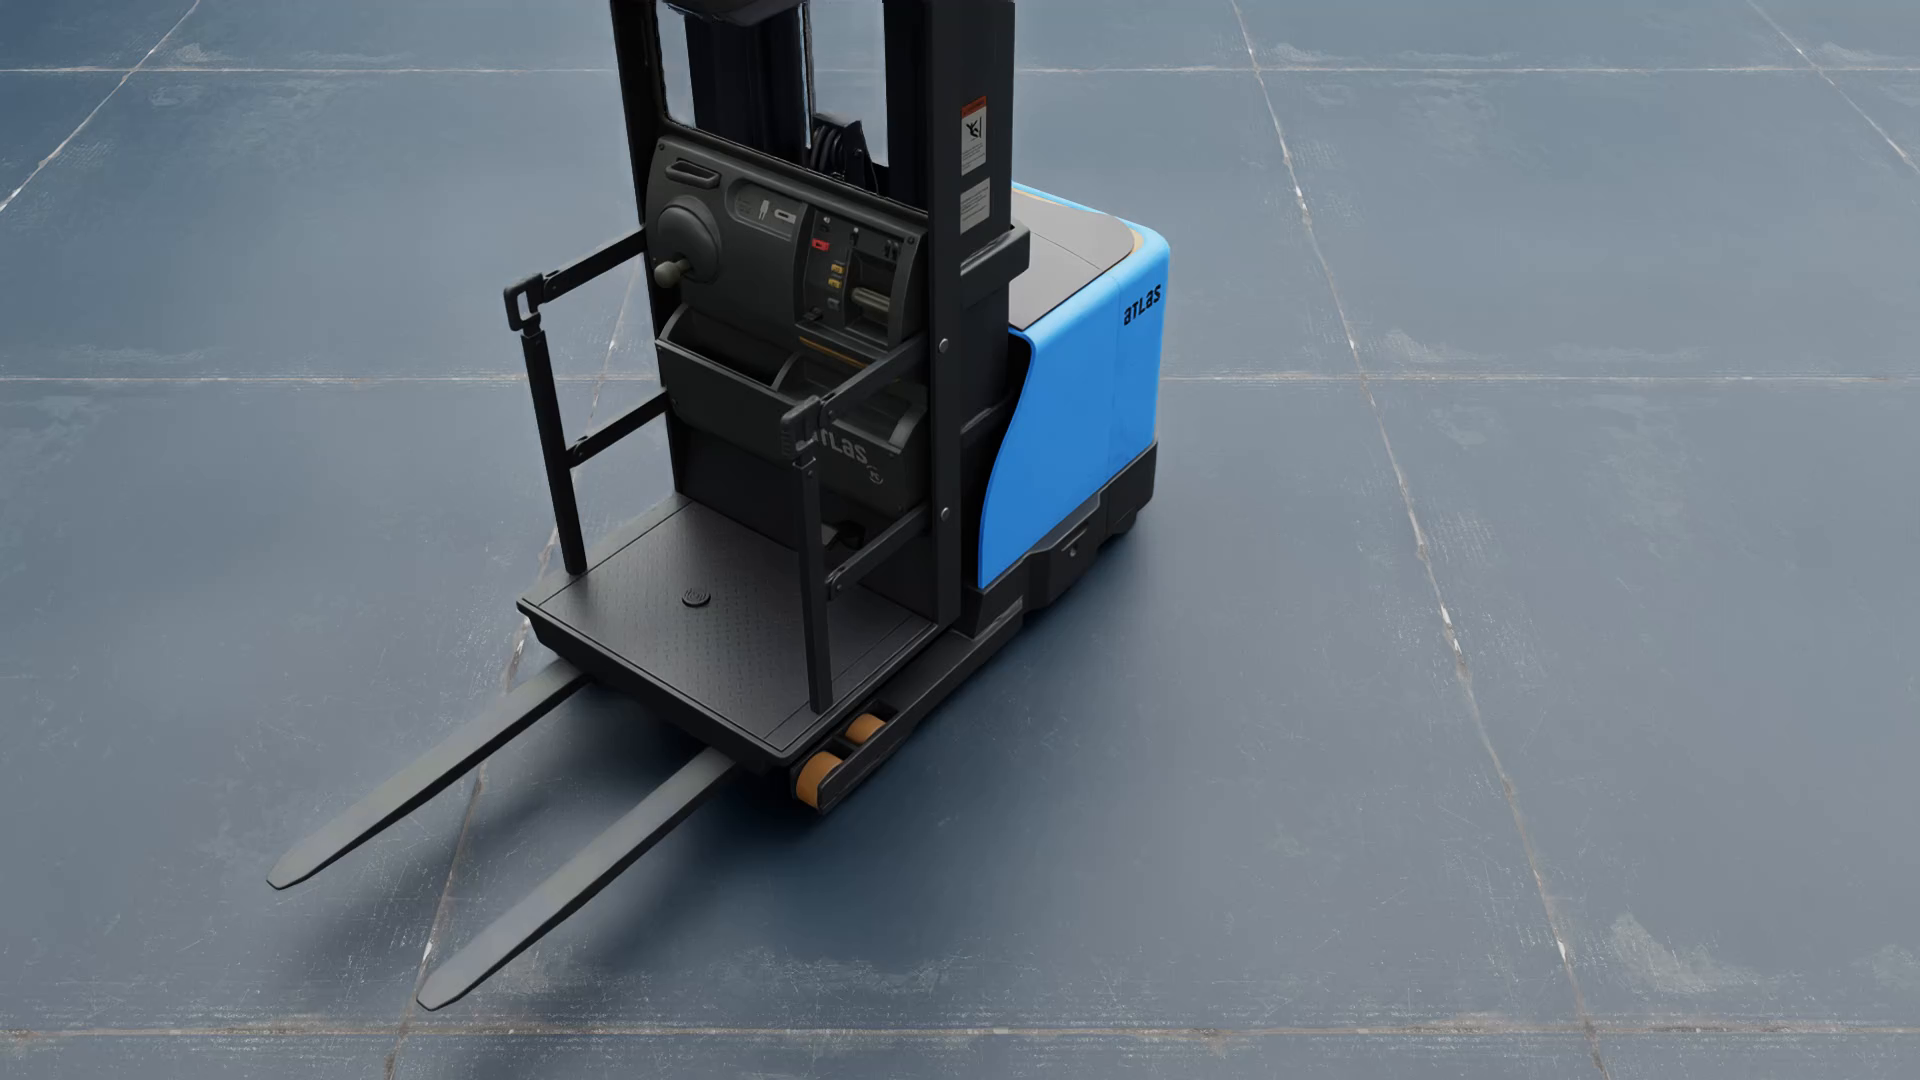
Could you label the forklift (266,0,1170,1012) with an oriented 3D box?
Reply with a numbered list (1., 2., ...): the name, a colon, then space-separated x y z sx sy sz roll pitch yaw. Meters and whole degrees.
1. forklift: -0.614 -0.719 4.303 1.130 2.935 3.031 26 45 28
